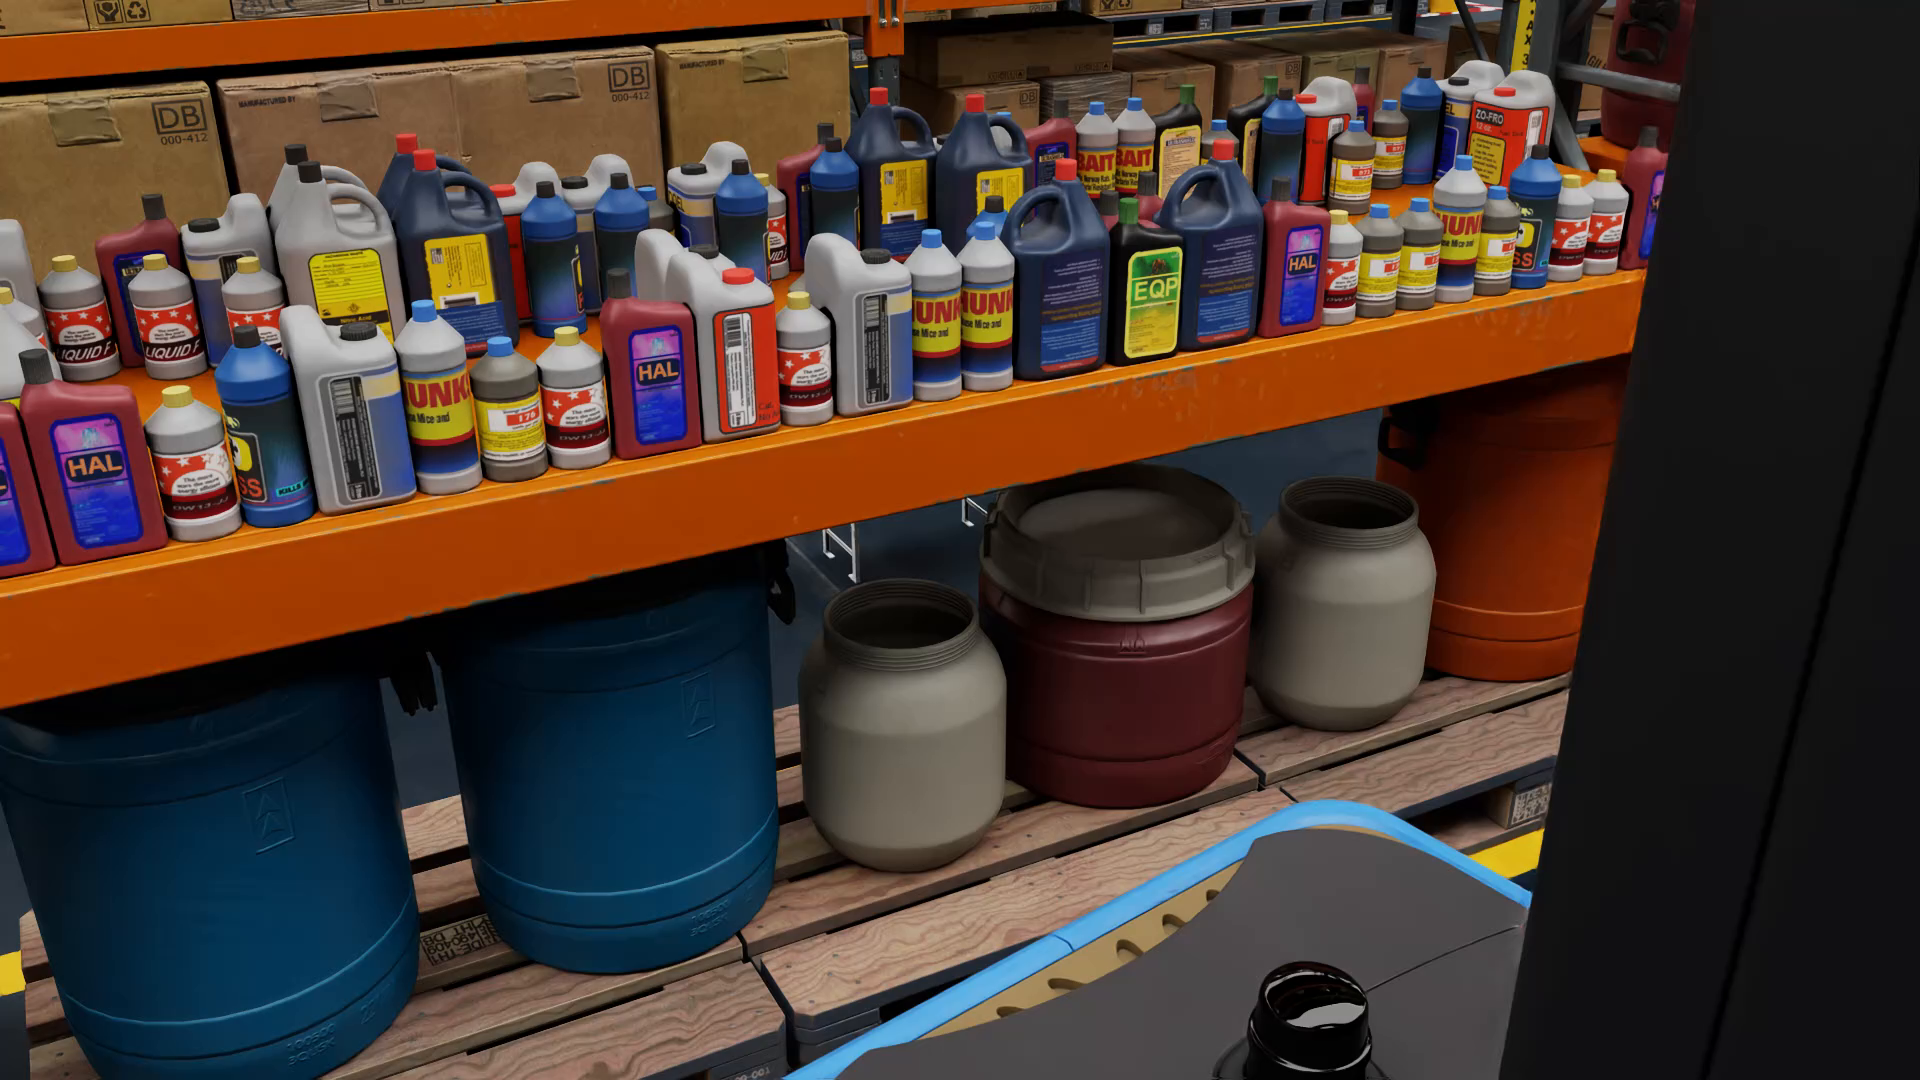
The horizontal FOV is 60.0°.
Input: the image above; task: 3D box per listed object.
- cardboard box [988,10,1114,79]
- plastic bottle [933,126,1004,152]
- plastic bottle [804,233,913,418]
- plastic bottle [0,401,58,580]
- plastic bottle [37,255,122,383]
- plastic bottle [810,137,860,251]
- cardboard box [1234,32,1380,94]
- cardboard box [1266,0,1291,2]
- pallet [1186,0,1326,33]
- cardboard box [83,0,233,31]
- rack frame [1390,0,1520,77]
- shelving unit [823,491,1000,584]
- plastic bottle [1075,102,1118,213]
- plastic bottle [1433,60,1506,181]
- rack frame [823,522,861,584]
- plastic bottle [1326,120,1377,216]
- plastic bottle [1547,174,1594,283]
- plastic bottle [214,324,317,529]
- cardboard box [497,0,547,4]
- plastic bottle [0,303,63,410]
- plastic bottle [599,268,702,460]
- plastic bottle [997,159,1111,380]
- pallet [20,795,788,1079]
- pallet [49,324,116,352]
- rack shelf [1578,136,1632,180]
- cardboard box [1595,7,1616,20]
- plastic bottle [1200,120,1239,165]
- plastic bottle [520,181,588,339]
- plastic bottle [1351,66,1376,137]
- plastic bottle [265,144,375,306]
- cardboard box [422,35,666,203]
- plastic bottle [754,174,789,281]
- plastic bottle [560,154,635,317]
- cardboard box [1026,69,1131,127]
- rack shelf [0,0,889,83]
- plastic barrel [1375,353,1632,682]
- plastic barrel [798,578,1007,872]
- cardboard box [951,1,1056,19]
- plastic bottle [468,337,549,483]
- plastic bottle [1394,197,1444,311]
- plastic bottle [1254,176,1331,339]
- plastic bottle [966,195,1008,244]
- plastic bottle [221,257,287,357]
[{"bbox_3d":[0.469,-2.603,8.720,0.500,0.250,0.500,-10,27,-19],"label":"cardboard box"},{"bbox_3d":[0.002,-0.739,3.467,0.135,0.276,0.152,-13,29,-25],"label":"plastic bottle"},{"bbox_3d":[-0.160,-0.356,2.670,0.135,0.276,0.152,-13,29,-25],"label":"plastic bottle"},{"bbox_3d":[-1.246,-0.087,2.100,0.133,0.283,0.061,-13,29,-25],"label":"plastic bottle"},{"bbox_3d":[-1.485,-0.376,2.797,0.097,0.201,0.097,0,26,0],"label":"plastic bottle"},{"bbox_3d":[-0.248,-0.663,3.314,0.097,0.271,0.097,0,26,0],"label":"plastic bottle"},{"bbox_3d":[1.977,-2.613,9.607,0.500,0.500,0.700,-13,29,-25],"label":"cardboard box"},{"bbox_3d":[2.900,-5.366,14.931,0.875,0.875,0.875,-13,29,-26],"label":"cardboard box"},{"bbox_3d":[2.499,-4.782,14.965,1.213,0.211,1.003,-13,29,-25],"label":"pallet"},{"bbox_3d":[-3.134,-2.265,6.387,0.500,0.500,0.500,-13,29,-25],"label":"cardboard box"},{"bbox_3d":[2.958,-3.749,9.592,0.127,3.000,1.000,-13,29,-25],"label":"rack frame"},{"bbox_3d":[-0.146,-0.507,4.920,0.503,1.200,0.258,-13,29,-25],"label":"shelving unit"},{"bbox_3d":[0.295,-0.818,3.637,0.097,0.271,0.097,0,26,0],"label":"plastic bottle"},{"bbox_3d":[1.226,-1.022,4.056,0.135,0.276,0.152,-13,29,-25],"label":"plastic bottle"},{"bbox_3d":[-0.361,-0.457,4.817,0.015,1.200,0.240,-13,29,-25],"label":"rack frame"},{"bbox_3d":[0.893,-0.850,3.784,0.097,0.201,0.097,0,26,0],"label":"plastic bottle"},{"bbox_3d":[1.204,-0.624,3.314,0.097,0.201,0.097,0,26,0],"label":"plastic bottle"},{"bbox_3d":[-0.949,-0.159,2.264,0.097,0.271,0.097,0,26,0],"label":"plastic bottle"},{"bbox_3d":[-1.789,-2.578,7.037,0.500,0.500,0.500,-14,29,-27],"label":"cardboard box"},{"bbox_3d":[-1.271,-0.162,2.178,0.185,0.351,0.144,-13,29,-25],"label":"plastic bottle"},{"bbox_3d":[-0.462,-0.268,2.477,0.133,0.283,0.061,-13,29,-25],"label":"plastic bottle"},{"bbox_3d":[0.154,-0.461,2.801,0.185,0.351,0.144,-13,29,-25],"label":"plastic bottle"},{"bbox_3d":[-1.069,0.888,3.156,1.213,0.211,1.003,-13,29,-25],"label":"pallet"},{"bbox_3d":[-3.455,-1.048,7.189,1.213,0.211,1.003,-13,29,-25],"label":"pallet"},{"bbox_3d":[3.524,-1.125,4.959,4.000,0.370,1.077,-13,29,-25],"label":"rack shelf"},{"bbox_3d":[4.343,-3.153,10.755,0.500,0.500,0.500,-16,30,-30],"label":"cardboard box"},{"bbox_3d":[0.585,-0.854,3.792,0.097,0.201,0.097,0,26,0],"label":"plastic bottle"},{"bbox_3d":[-0.732,-0.507,2.988,0.097,0.271,0.097,0,26,0],"label":"plastic bottle"},{"bbox_3d":[0.914,-0.976,3.951,0.133,0.283,0.061,-13,29,-25],"label":"plastic bottle"},{"bbox_3d":[-1.113,-0.518,2.919,0.185,0.351,0.144,-13,29,-25],"label":"plastic bottle"},{"bbox_3d":[-1.980,-1.854,7.616,0.875,0.875,1.225,-13,29,-25],"label":"cardboard box"},{"bbox_3d":[-0.394,-0.628,3.321,0.097,0.201,0.097,0,26,0],"label":"plastic bottle"},{"bbox_3d":[-0.688,-0.580,3.136,0.135,0.276,0.152,-13,29,-25],"label":"plastic bottle"},{"bbox_3d":[0.494,-2.267,8.887,0.500,0.500,0.700,-16,30,-29],"label":"cardboard box"},{"bbox_3d":[-2.336,-2.202,7.202,4.000,0.370,1.077,-13,29,-25],"label":"rack shelf"},{"bbox_3d":[1.336,-0.147,4.113,0.708,0.830,0.600,-13,29,-25],"label":"plastic barrel"},{"bbox_3d":[-0.117,0.375,3.392,0.421,0.512,0.421,0,26,0],"label":"plastic barrel"},{"bbox_3d":[0.208,-4.678,13.641,0.750,0.750,1.050,-13,29,-25],"label":"cardboard box"},{"bbox_3d":[-0.658,-0.194,2.419,0.097,0.201,0.097,0,26,0],"label":"plastic bottle"},{"bbox_3d":[0.860,-0.545,3.149,0.097,0.201,0.097,0,26,0],"label":"plastic bottle"},{"bbox_3d":[0.595,-0.512,2.985,0.133,0.283,0.061,-13,29,-25],"label":"plastic bottle"},{"bbox_3d":[0.059,-0.462,2.896,0.097,0.271,0.097,0,26,0],"label":"plastic bottle"},{"bbox_3d":[-1.177,-0.372,2.790,0.097,0.201,0.097,0,26,0],"label":"plastic bottle"}]
